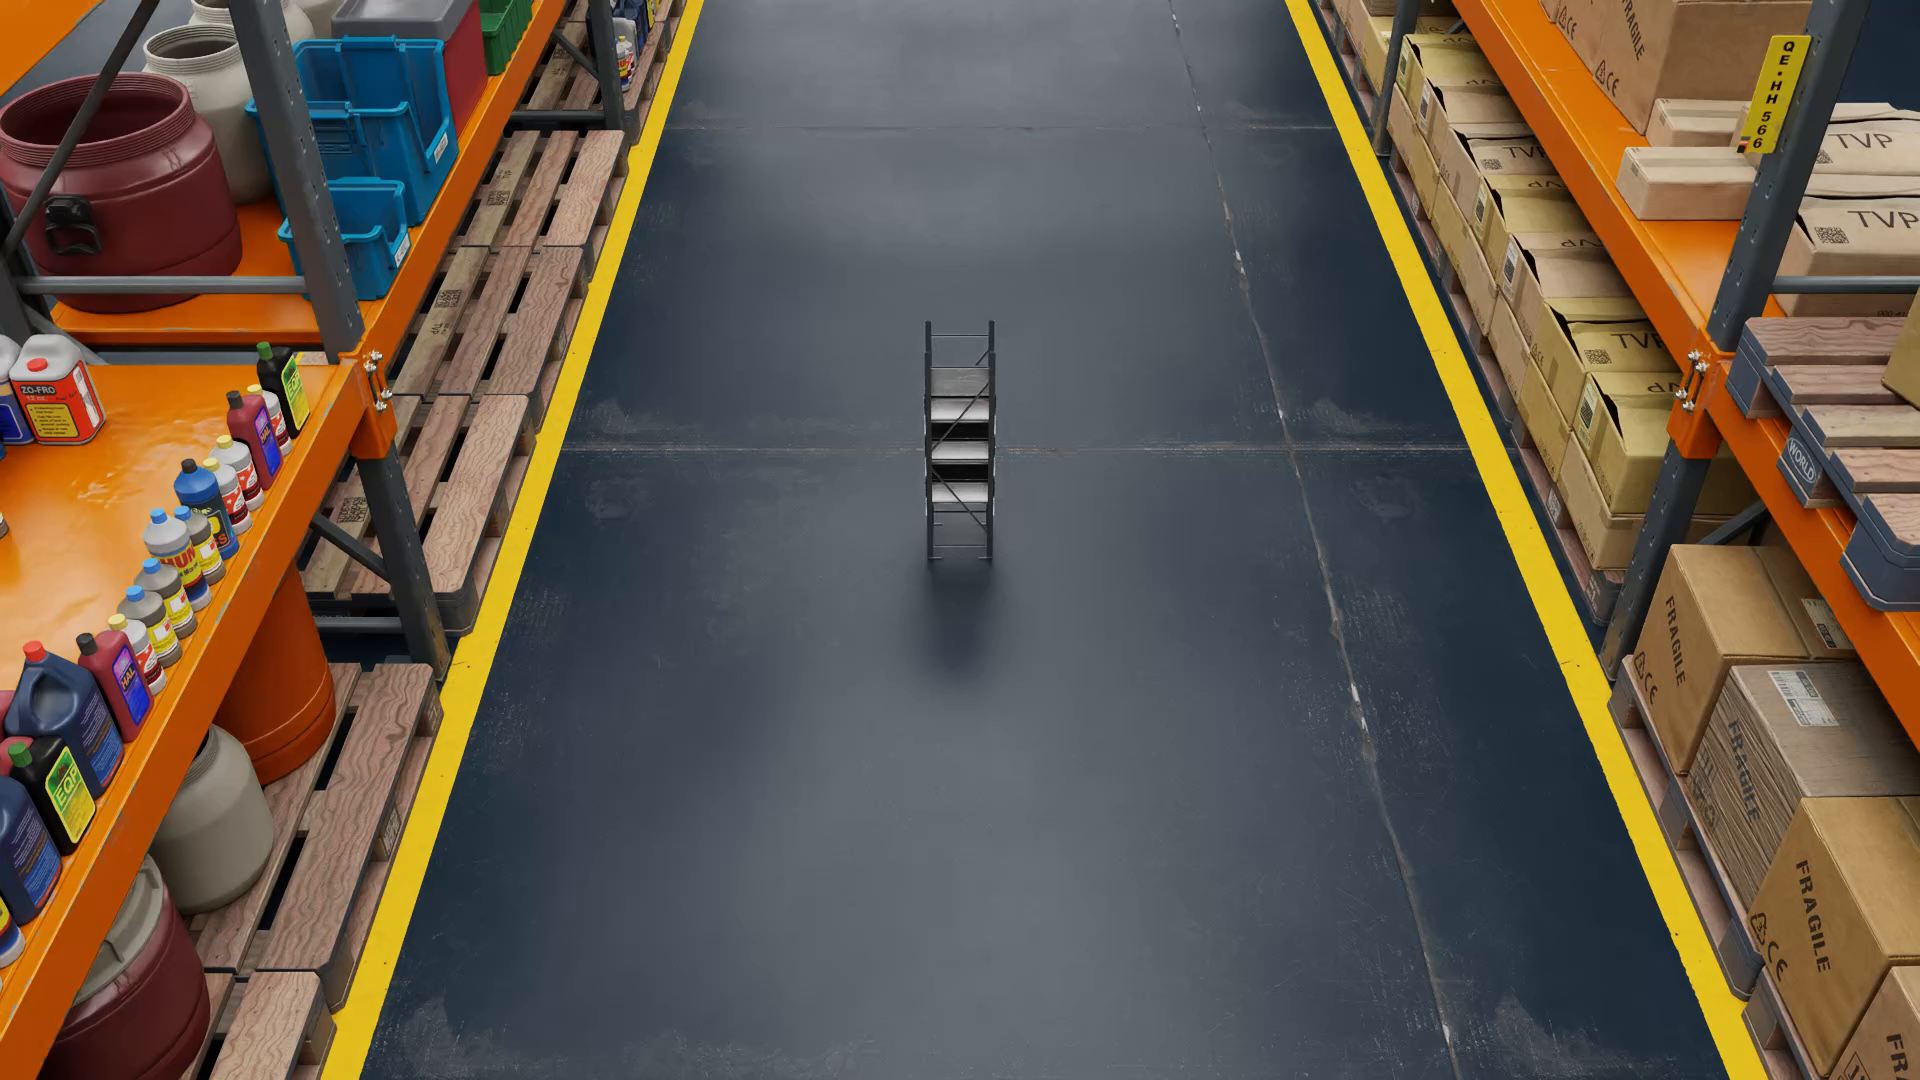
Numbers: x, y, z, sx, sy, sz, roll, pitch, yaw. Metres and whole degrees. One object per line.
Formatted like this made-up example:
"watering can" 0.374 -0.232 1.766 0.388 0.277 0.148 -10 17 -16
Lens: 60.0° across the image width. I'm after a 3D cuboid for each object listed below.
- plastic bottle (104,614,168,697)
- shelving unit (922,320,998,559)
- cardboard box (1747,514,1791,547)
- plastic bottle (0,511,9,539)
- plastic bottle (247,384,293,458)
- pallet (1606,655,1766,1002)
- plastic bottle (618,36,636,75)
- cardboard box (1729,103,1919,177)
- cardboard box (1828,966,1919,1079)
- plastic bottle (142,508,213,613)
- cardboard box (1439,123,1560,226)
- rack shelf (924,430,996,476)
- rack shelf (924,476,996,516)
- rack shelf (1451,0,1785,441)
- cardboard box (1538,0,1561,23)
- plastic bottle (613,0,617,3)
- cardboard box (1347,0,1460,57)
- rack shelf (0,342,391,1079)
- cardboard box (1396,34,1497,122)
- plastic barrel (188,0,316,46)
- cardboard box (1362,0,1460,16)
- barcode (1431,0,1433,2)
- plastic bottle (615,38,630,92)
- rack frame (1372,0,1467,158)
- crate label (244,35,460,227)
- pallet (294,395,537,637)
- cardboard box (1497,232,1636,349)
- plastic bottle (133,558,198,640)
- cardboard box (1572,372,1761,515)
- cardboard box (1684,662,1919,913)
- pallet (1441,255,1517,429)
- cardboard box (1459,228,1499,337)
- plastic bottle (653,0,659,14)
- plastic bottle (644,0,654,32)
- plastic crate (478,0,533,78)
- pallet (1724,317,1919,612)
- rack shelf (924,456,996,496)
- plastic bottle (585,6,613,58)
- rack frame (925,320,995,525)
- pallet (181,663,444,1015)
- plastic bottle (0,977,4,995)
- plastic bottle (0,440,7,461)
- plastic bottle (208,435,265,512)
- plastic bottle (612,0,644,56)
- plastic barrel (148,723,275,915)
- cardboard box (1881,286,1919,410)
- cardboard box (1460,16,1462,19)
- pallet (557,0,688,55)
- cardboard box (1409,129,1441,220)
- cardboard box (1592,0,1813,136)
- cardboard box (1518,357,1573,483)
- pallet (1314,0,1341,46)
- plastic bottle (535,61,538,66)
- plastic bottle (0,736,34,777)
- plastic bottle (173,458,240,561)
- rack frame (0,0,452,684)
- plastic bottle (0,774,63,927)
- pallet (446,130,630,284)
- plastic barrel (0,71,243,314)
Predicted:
"plastic bottle" -1.843 0.251 3.697 0.097 0.201 0.097 0 39 0
"shelving unit" 0.000 -0.346 5.962 0.258 0.900 0.210 0 39 0
"cardboard box" 2.993 -0.141 5.891 0.500 0.250 0.500 0 39 0
"plastic bottle" -2.451 -0.095 4.129 0.097 0.201 0.097 0 39 0
"plastic bottle" -1.844 -0.319 4.408 0.097 0.201 0.097 0 39 0
"pallet" 2.663 0.832 5.043 1.003 0.211 1.213 0 39 0
"plastic bottle" -1.820 -2.629 9.018 0.097 0.201 0.097 0 39 0
"cardboard box" 2.893 -1.247 5.479 0.500 0.311 0.500 0 39 -1
"cardboard box" 2.422 1.333 3.835 0.500 0.500 0.500 -1 39 -2
"plastic bottle" -1.844 0.041 3.903 0.097 0.271 0.097 0 39 0
"cardboard box" 2.444 -1.638 7.310 0.500 0.311 0.500 -1 39 -2
"rack shelf" 0.000 -0.320 5.983 0.258 0.077 0.200 0 39 0
"rack shelf" 0.000 -0.180 6.096 0.258 0.077 0.200 0 39 0
"rack shelf" 2.698 -1.693 6.539 1.077 0.370 4.000 0 39 0
"cardboard box" 2.680 -2.453 6.833 0.500 0.500 0.500 3 39 3
"plastic bottle" -1.993 -3.205 9.677 0.152 0.276 0.135 0 39 0
"cardboard box" 2.485 -2.917 9.355 0.500 0.250 0.500 0 39 0
"rack shelf" -2.251 0.810 3.416 1.077 0.370 4.000 0 39 0
"cardboard box" 2.447 -2.275 8.105 0.500 0.311 0.500 0 39 0
"plastic barrel" -2.469 -1.672 5.848 0.421 0.512 0.421 0 39 0
"cardboard box" 2.487 -3.210 9.120 0.500 0.500 0.500 0 39 0
"barcode" 2.279 -2.635 8.019 0.001 0.075 0.075 0 39 0
"plastic bottle" -1.820 -2.529 8.838 0.097 0.271 0.097 0 39 0
"rack frame" 2.695 -3.224 7.874 1.000 3.000 0.127 0 39 0
"crate label" -1.984 -1.357 5.516 0.502 0.435 0.616 0 39 0
"pallet" -2.216 -0.118 6.228 1.003 0.211 1.213 0 39 0
"cardboard box" 2.448 -1.000 6.514 0.500 0.311 0.500 0 39 0
"plastic bottle" -1.844 0.130 3.848 0.097 0.201 0.097 0 39 0
"cardboard box" 2.453 -0.360 5.715 0.500 0.311 0.500 1 39 1
"cardboard box" 2.421 0.693 4.633 0.500 0.500 0.500 -1 39 -2
"pallet" 2.739 -0.910 7.217 1.003 0.211 1.213 0 39 0
"cardboard box" 2.450 -1.101 7.088 0.500 0.250 0.500 1 39 1
"plastic bottle" -1.845 -3.250 9.673 0.144 0.351 0.185 0 39 0
"plastic bottle" -1.803 -3.061 9.491 0.061 0.283 0.133 2 39 2
"plastic crate" -1.974 -2.051 6.580 0.450 0.188 0.662 0 39 0
"pallet" 2.771 -0.224 4.284 1.213 0.211 1.003 0 39 0
"rack shelf" 0.000 -0.250 6.039 0.258 0.077 0.200 0 39 0
"plastic bottle" -1.988 -2.866 9.194 0.144 0.351 0.185 0 39 0
"rack frame" 0.000 -0.410 6.042 0.240 0.900 0.006 0 39 0
"pallet" -2.211 0.860 5.008 1.003 0.211 1.213 0 39 0
"plastic bottle" -1.842 0.744 3.026 0.097 0.271 0.097 0 39 0
"plastic bottle" -2.603 -0.328 4.363 0.097 0.271 0.097 0 39 0
"plastic bottle" -1.844 -0.175 4.228 0.097 0.201 0.097 0 39 0
"plastic bottle" -1.844 -2.866 9.194 0.144 0.351 0.185 1 39 1
"plastic barrel" -2.146 0.744 4.576 0.421 0.512 0.421 0 39 0
"cardboard box" 2.813 -0.532 4.099 0.700 0.500 0.500 -12 40 -15
"cardboard box" 3.002 -2.918 9.355 0.500 0.250 0.500 0 39 0
"pallet" -2.221 -3.320 10.224 1.003 0.211 1.213 0 39 0
"cardboard box" 2.447 -1.743 7.889 0.500 0.250 0.500 1 39 1
"cardboard box" 2.682 -1.811 6.031 0.500 0.500 0.500 -2 39 -2
"cardboard box" 2.451 -0.465 6.294 0.500 0.250 0.500 0 39 -1
"pallet" 2.732 -3.398 10.322 1.003 0.211 1.213 0 39 0
"plastic bottle" -2.403 -2.763 9.066 0.144 0.351 0.185 0 39 0
"plastic bottle" -1.886 0.491 3.332 0.061 0.283 0.133 0 39 0
"plastic bottle" -1.844 -0.080 4.054 0.097 0.271 0.097 0 39 0
"rack frame" -2.253 -0.721 4.752 1.000 3.000 0.127 0 39 0
"plastic bottle" -1.866 0.564 3.187 0.144 0.351 0.185 0 39 0
"pallet" -2.218 -1.644 8.132 1.003 0.211 1.213 0 39 0
"plastic barrel" -2.557 -1.064 5.071 0.600 0.536 0.708 0 39 0
